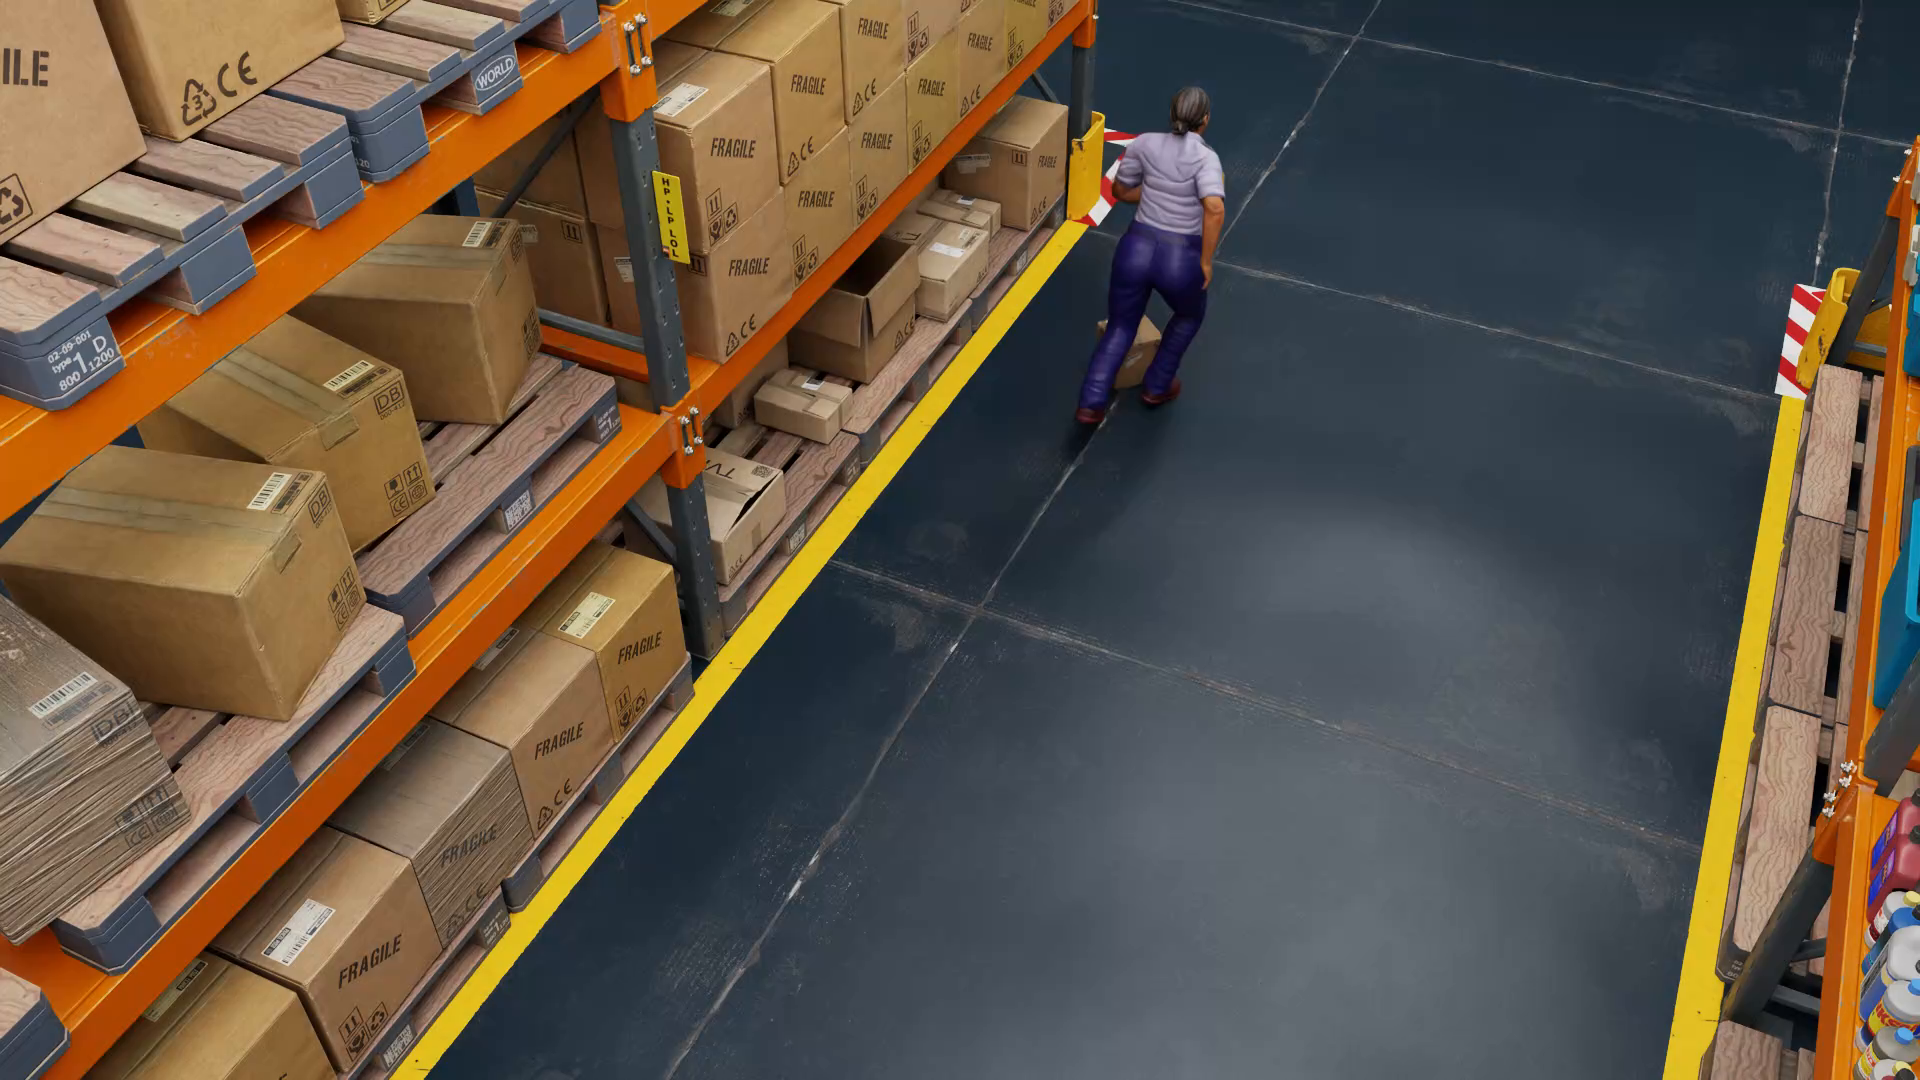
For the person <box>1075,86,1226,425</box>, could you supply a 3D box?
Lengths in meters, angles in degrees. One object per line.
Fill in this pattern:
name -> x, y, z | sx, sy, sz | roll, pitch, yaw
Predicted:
person -> 0.895, -1.224, 7.583 | 0.595, 1.583, 0.891 | 18, 45, 19
